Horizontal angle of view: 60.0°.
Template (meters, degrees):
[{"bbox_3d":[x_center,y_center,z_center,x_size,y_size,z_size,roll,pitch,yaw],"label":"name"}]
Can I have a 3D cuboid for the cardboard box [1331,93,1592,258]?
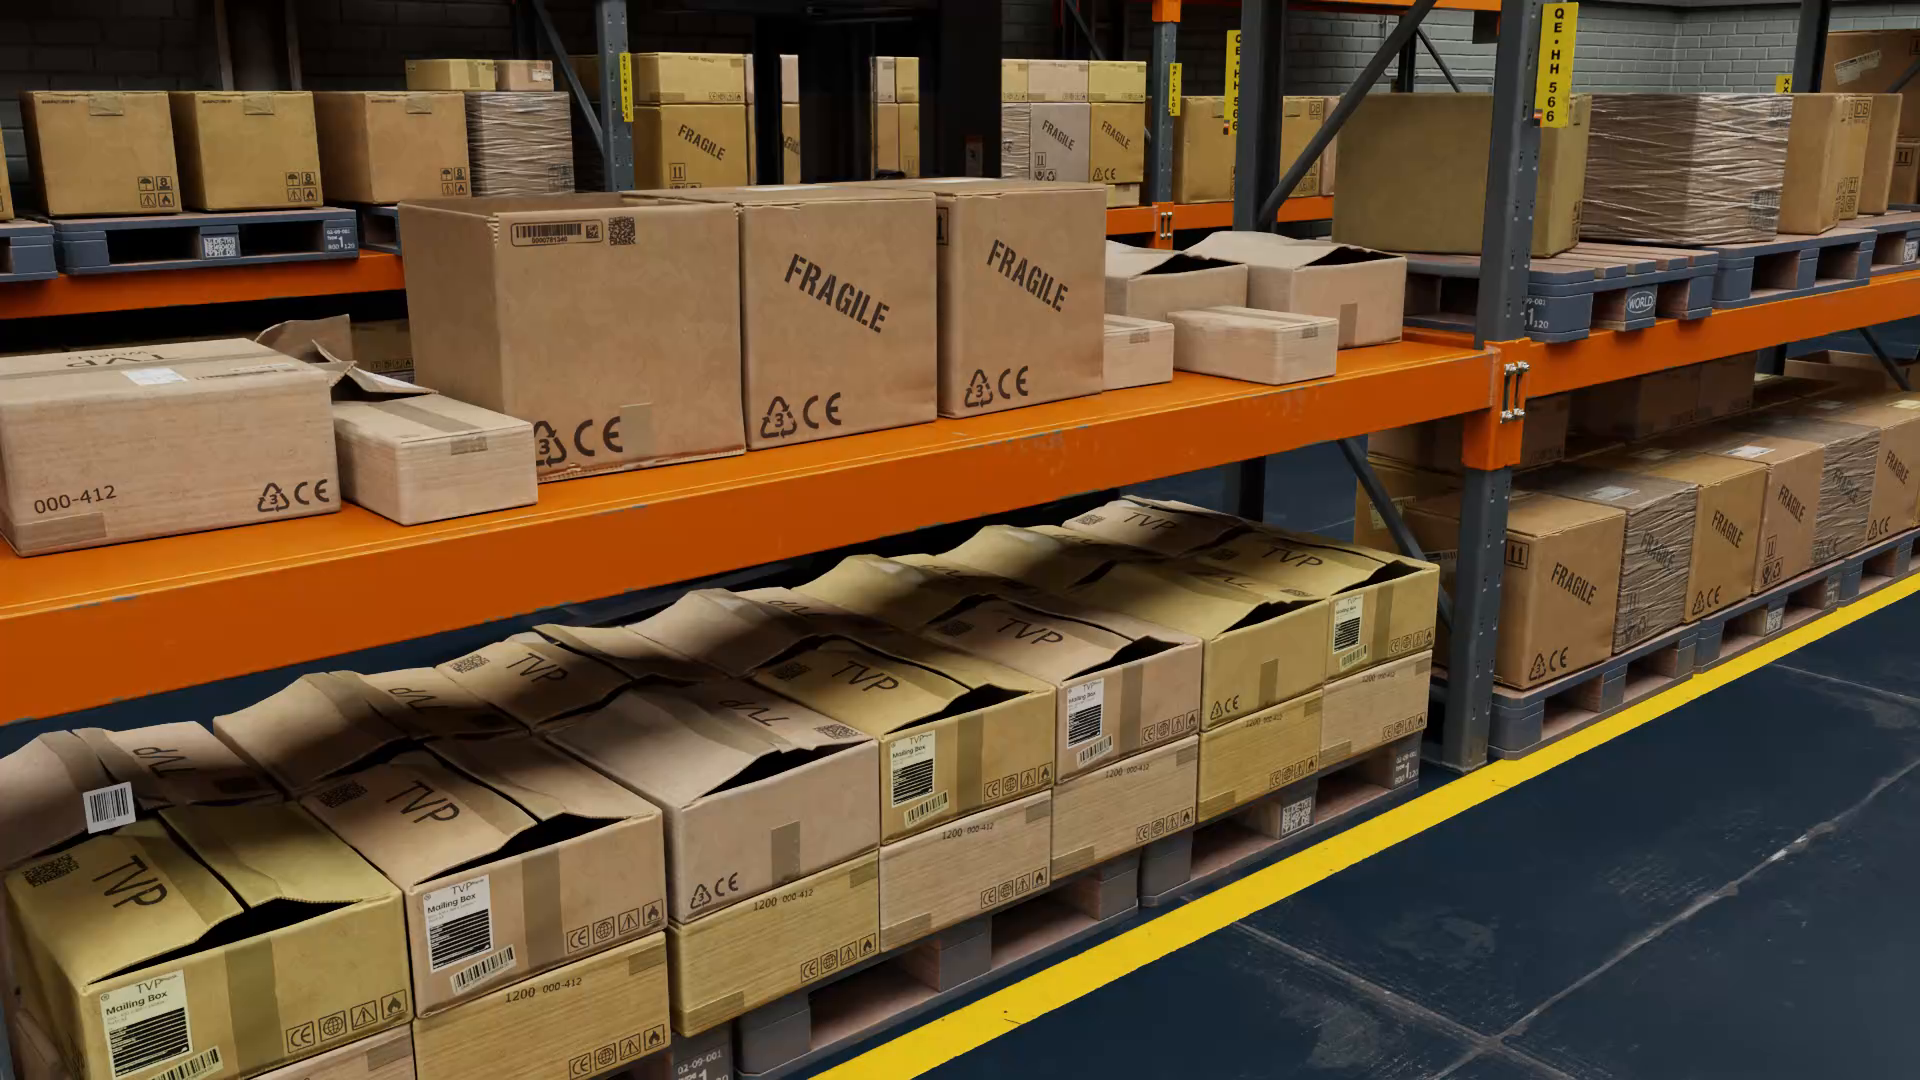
[{"bbox_3d":[1.654,-1.218,5.490,0.700,0.500,0.500,8,17,28],"label":"cardboard box"}]

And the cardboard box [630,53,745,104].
[{"bbox_3d":[-1.468,-2.398,8.651,0.500,0.250,0.500,-12,19,-38],"label":"cardboard box"}]

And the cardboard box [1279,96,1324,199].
[{"bbox_3d":[1.990,-2.836,11.973,0.700,0.700,0.980,-13,20,-41],"label":"cardboard box"}]

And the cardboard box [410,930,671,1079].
[{"bbox_3d":[-0.911,0.858,3.238,0.500,0.250,0.500,-12,19,-38],"label":"cardboard box"}]

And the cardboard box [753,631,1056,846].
[{"bbox_3d":[-0.130,0.412,3.824,0.500,0.311,0.500,-12,19,-38],"label":"cardboard box"}]

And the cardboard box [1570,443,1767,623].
[{"bbox_3d":[2.557,-0.038,6.073,0.500,0.500,0.500,-13,20,-40],"label":"cardboard box"}]

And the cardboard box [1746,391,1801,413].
[{"bbox_3d":[3.351,-0.394,7.403,0.500,0.500,0.500,-12,19,-39],"label":"cardboard box"}]

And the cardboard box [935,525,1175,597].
[{"bbox_3d":[0.274,0.139,4.847,0.500,0.311,0.500,-13,20,-41],"label":"cardboard box"}]

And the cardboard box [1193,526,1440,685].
[{"bbox_3d":[1.020,0.153,4.792,0.500,0.311,0.500,-12,19,-38],"label":"cardboard box"}]

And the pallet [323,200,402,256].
[{"bbox_3d":[-2.469,-1.568,8.179,1.003,0.211,1.213,-13,19,-39],"label":"pallet"}]

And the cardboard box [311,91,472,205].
[{"bbox_3d":[-2.753,-1.881,7.935,0.700,0.500,0.500,14,20,42],"label":"cardboard box"}]

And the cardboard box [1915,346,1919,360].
[{"bbox_3d":[5.685,-0.842,9.073,0.637,0.503,0.797,-13,19,-39],"label":"cardboard box"}]

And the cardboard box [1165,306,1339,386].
[{"bbox_3d":[0.756,-0.511,4.336,0.250,0.149,0.380,-13,19,-39],"label":"cardboard box"}]

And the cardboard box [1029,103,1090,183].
[{"bbox_3d":[0.455,-2.466,10.360,0.500,0.500,0.500,-12,19,-39],"label":"cardboard box"}]

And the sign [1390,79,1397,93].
[{"bbox_3d":[3.674,-3.723,14.044,0.005,0.325,0.100,-13,19,-39],"label":"sign"}]

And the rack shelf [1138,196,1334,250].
[{"bbox_3d":[2.525,-2.471,12.582,4.000,0.370,1.077,-13,19,-39],"label":"rack shelf"}]

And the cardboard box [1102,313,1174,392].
[{"bbox_3d":[0.328,-0.490,4.258,0.250,0.149,0.380,-11,18,-35],"label":"cardboard box"}]

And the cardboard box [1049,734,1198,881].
[{"bbox_3d":[0.248,0.596,4.219,0.500,0.250,0.500,-12,19,-38],"label":"cardboard box"}]

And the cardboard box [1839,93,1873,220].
[{"bbox_3d":[3.289,-1.602,6.926,0.500,0.500,0.700,-9,17,-31],"label":"cardboard box"}]

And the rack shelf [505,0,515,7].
[{"bbox_3d":[-3.510,-2.565,7.121,4.000,0.370,1.077,-13,19,-39],"label":"rack shelf"}]

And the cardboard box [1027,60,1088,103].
[{"bbox_3d":[0.440,-2.830,10.270,0.500,0.250,0.500,-12,19,-38],"label":"cardboard box"}]

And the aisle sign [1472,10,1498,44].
[{"bbox_3d":[4.285,-4.367,13.249,0.004,0.787,0.394,-13,19,-39],"label":"aisle sign"}]

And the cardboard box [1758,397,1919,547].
[{"bbox_3d":[3.708,-0.299,7.049,0.500,0.500,0.500,-13,19,-39],"label":"cardboard box"}]

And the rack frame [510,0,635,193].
[{"bbox_3d":[-2.001,-1.802,8.684,0.127,3.000,1.000,-13,19,-39],"label":"rack frame"}]

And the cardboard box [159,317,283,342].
[{"bbox_3d":[-3.366,-0.865,7.713,0.500,0.250,0.500,-13,20,-40],"label":"cardboard box"}]

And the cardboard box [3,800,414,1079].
[{"bbox_3d":[-1.289,0.672,2.848,0.500,0.311,0.500,-13,19,-39],"label":"cardboard box"}]

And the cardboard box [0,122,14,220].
[{"bbox_3d":[-4.186,-1.558,6.724,0.500,0.500,0.700,-10,18,-34],"label":"cardboard box"}]

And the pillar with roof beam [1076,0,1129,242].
[{"bbox_3d":[3.802,-4.827,8.383,0.400,9.000,9.100,-13,19,-39],"label":"pillar with roof beam"}]

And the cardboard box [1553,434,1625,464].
[{"bbox_3d":[2.195,-0.135,6.434,0.500,0.500,0.500,-14,20,-41],"label":"cardboard box"}]

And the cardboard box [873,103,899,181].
[{"bbox_3d":[-0.691,-2.207,9.391,0.500,0.500,0.500,-13,20,-40],"label":"cardboard box"}]

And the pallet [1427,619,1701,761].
[{"bbox_3d":[1.841,0.390,5.882,1.213,0.211,1.003,-13,19,-39],"label":"pallet"}]

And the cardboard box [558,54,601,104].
[{"bbox_3d":[-1.830,-2.493,9.010,0.500,0.250,0.500,-12,19,-38],"label":"cardboard box"}]

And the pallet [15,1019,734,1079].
[{"bbox_3d":[-1.234,1.054,3.395,1.213,0.211,1.003,-13,19,-39],"label":"pallet"}]

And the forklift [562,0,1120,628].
[{"bbox_3d":[-0.601,-1.239,6.708,1.130,2.935,3.031,13,20,39],"label":"forklift"}]

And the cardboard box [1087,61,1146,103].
[{"bbox_3d":[0.832,-2.915,10.587,0.500,0.250,0.500,-12,19,-38],"label":"cardboard box"}]

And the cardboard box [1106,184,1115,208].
[{"bbox_3d":[0.772,-2.208,10.652,0.250,0.149,0.380,-12,19,-38],"label":"cardboard box"}]

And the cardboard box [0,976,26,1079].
[{"bbox_3d":[-1.642,0.838,3.314,0.500,0.250,0.500,-13,20,-40],"label":"cardboard box"}]

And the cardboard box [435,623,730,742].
[{"bbox_3d":[-0.881,0.396,3.882,0.500,0.311,0.500,-13,20,-40],"label":"cardboard box"}]

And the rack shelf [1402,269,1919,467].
[{"bbox_3d":[2.762,-0.830,6.437,4.000,0.370,1.077,-13,19,-39],"label":"rack shelf"}]

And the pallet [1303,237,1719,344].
[{"bbox_3d":[1.718,-0.874,5.582,1.003,0.211,1.213,-13,19,-39],"label":"pallet"}]

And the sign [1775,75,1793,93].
[{"bbox_3d":[3.909,-2.038,7.892,0.005,0.325,0.100,-13,19,-39],"label":"sign"}]

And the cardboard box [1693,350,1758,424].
[{"bbox_3d":[2.991,-0.679,7.018,0.500,0.250,0.500,-13,19,-39],"label":"cardboard box"}]

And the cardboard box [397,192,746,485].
[{"bbox_3d":[-0.777,-0.425,3.335,0.500,0.500,0.500,-11,18,-35],"label":"cardboard box"}]
